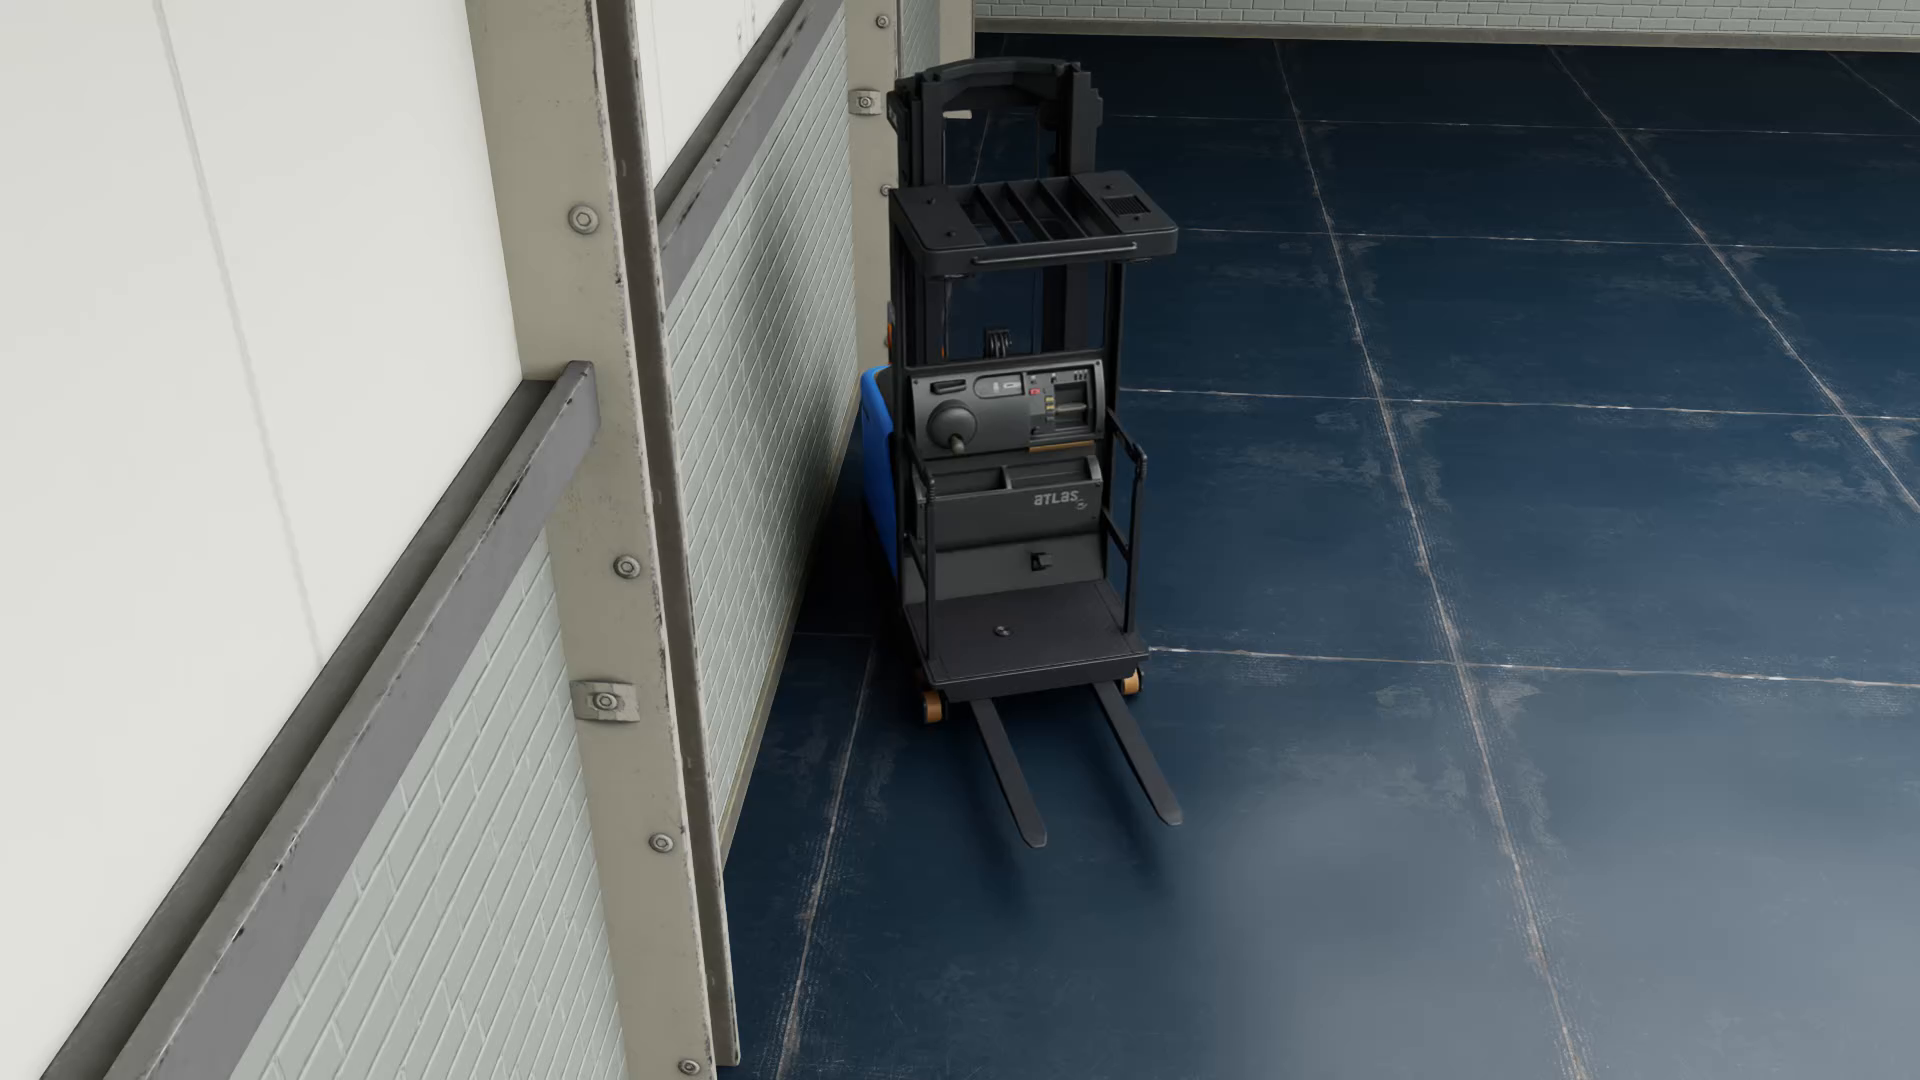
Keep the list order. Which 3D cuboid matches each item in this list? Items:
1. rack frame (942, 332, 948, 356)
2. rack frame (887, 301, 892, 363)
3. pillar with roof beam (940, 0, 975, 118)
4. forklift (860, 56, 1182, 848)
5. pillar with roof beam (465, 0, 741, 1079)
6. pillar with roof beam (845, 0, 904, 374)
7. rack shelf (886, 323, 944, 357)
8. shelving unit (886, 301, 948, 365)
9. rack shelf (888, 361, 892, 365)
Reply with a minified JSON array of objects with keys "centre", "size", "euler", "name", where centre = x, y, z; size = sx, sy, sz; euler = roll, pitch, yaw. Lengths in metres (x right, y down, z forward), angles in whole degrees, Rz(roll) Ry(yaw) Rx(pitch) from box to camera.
[{"centre":[-0.185,-0.609,9.375],"size":[0.240,1.200,0.015],"euler":[-7,32,-11],"name":"rack frame"},{"centre":[-0.297,-0.858,9.779],"size":[0.240,1.200,0.015],"euler":[-7,32,-11],"name":"rack frame"},{"centre":[4.262,-7.862,13.711],"size":[9.100,9.000,0.400],"euler":[2,32,4],"name":"pillar with roof beam"},{"centre":[0.282,-0.576,7.671],"size":[1.130,2.935,3.031],"euler":[-7,32,-11],"name":"forklift"},{"centre":[3.285,-1.587,3.529],"size":[9.100,9.000,0.400],"euler":[2,32,4],"name":"pillar with roof beam"},{"centre":[3.773,-4.725,8.620],"size":[9.100,9.000,0.400],"euler":[2,32,4],"name":"pillar with roof beam"},{"centre":[-0.241,-1.068,9.371],"size":[0.258,0.148,0.480],"euler":[-7,32,-11],"name":"rack shelf"},{"centre":[-0.241,-0.733,9.577],"size":[0.258,1.200,0.503],"euler":[-7,32,-11],"name":"shelving unit"},{"centre":[-0.241,-0.867,9.495],"size":[0.258,0.148,0.480],"euler":[-7,32,-11],"name":"rack shelf"}]
